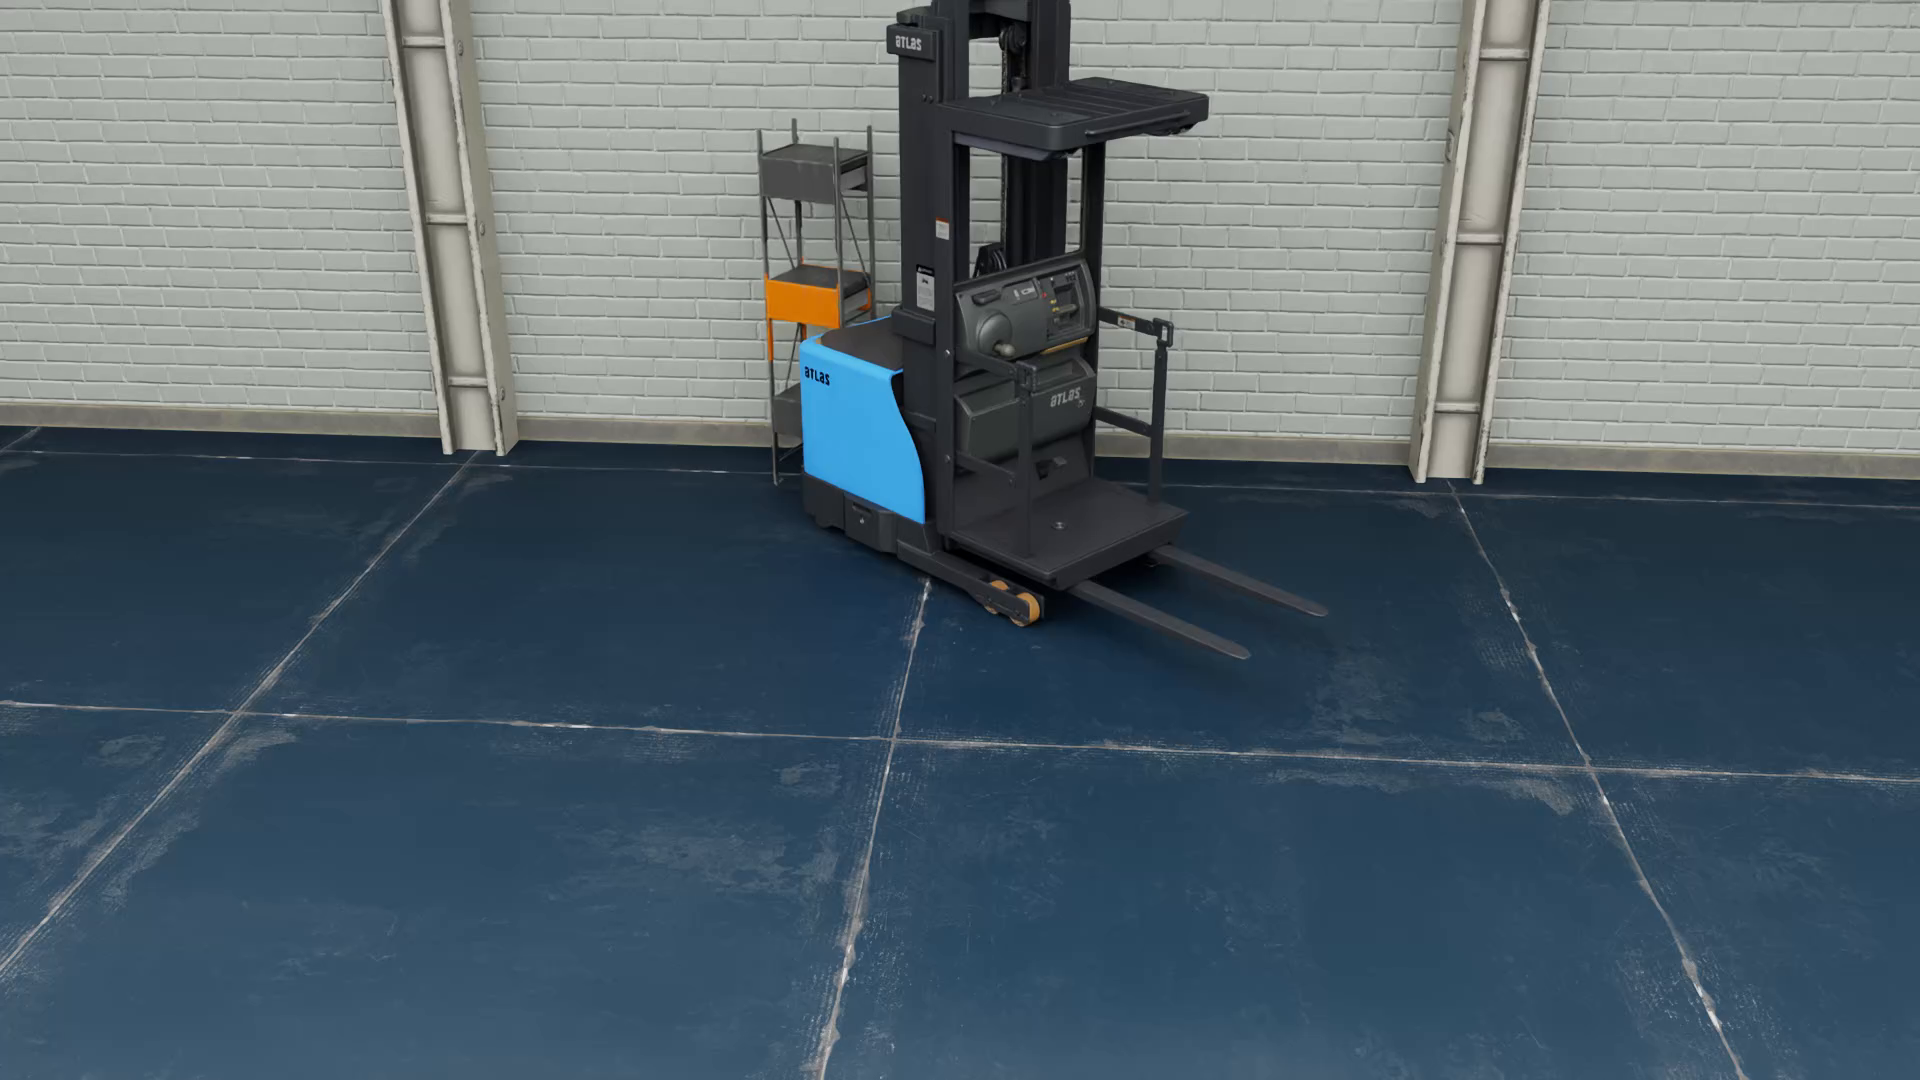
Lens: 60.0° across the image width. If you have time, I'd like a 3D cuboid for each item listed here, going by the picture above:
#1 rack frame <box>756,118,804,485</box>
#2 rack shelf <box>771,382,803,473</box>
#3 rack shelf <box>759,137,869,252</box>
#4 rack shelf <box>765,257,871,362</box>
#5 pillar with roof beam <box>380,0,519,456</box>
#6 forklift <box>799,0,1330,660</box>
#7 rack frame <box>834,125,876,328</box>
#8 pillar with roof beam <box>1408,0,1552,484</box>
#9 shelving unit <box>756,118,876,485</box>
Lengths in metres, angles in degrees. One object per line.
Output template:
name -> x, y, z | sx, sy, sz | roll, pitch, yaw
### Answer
rack frame -> -1.020, -1.360, 9.693 | 0.015, 2.100, 0.400 | 12, 27, 24
rack shelf -> -0.800, -0.666, 9.892 | 0.480, 0.518, 0.431 | 12, 27, 24
rack shelf -> -0.801, -1.940, 9.309 | 0.480, 0.518, 0.431 | 12, 27, 24
rack shelf -> -0.801, -1.303, 9.601 | 0.480, 0.518, 0.431 | 12, 27, 24
pillar with roof beam -> -3.360, -2.891, 4.767 | 0.400, 9.000, 9.100 | 2, 25, 4
forklift -> 0.486, -1.142, 8.225 | 1.130, 2.935, 3.031 | -22, 32, -39
rack frame -> -0.582, -1.271, 9.497 | 0.015, 2.100, 0.400 | 12, 27, 24
pillar with roof beam -> 2.622, -2.699, 4.350 | 0.400, 9.000, 9.100 | 2, 25, 4
shelving unit -> -0.801, -1.315, 9.595 | 0.503, 2.100, 0.431 | 12, 27, 24
